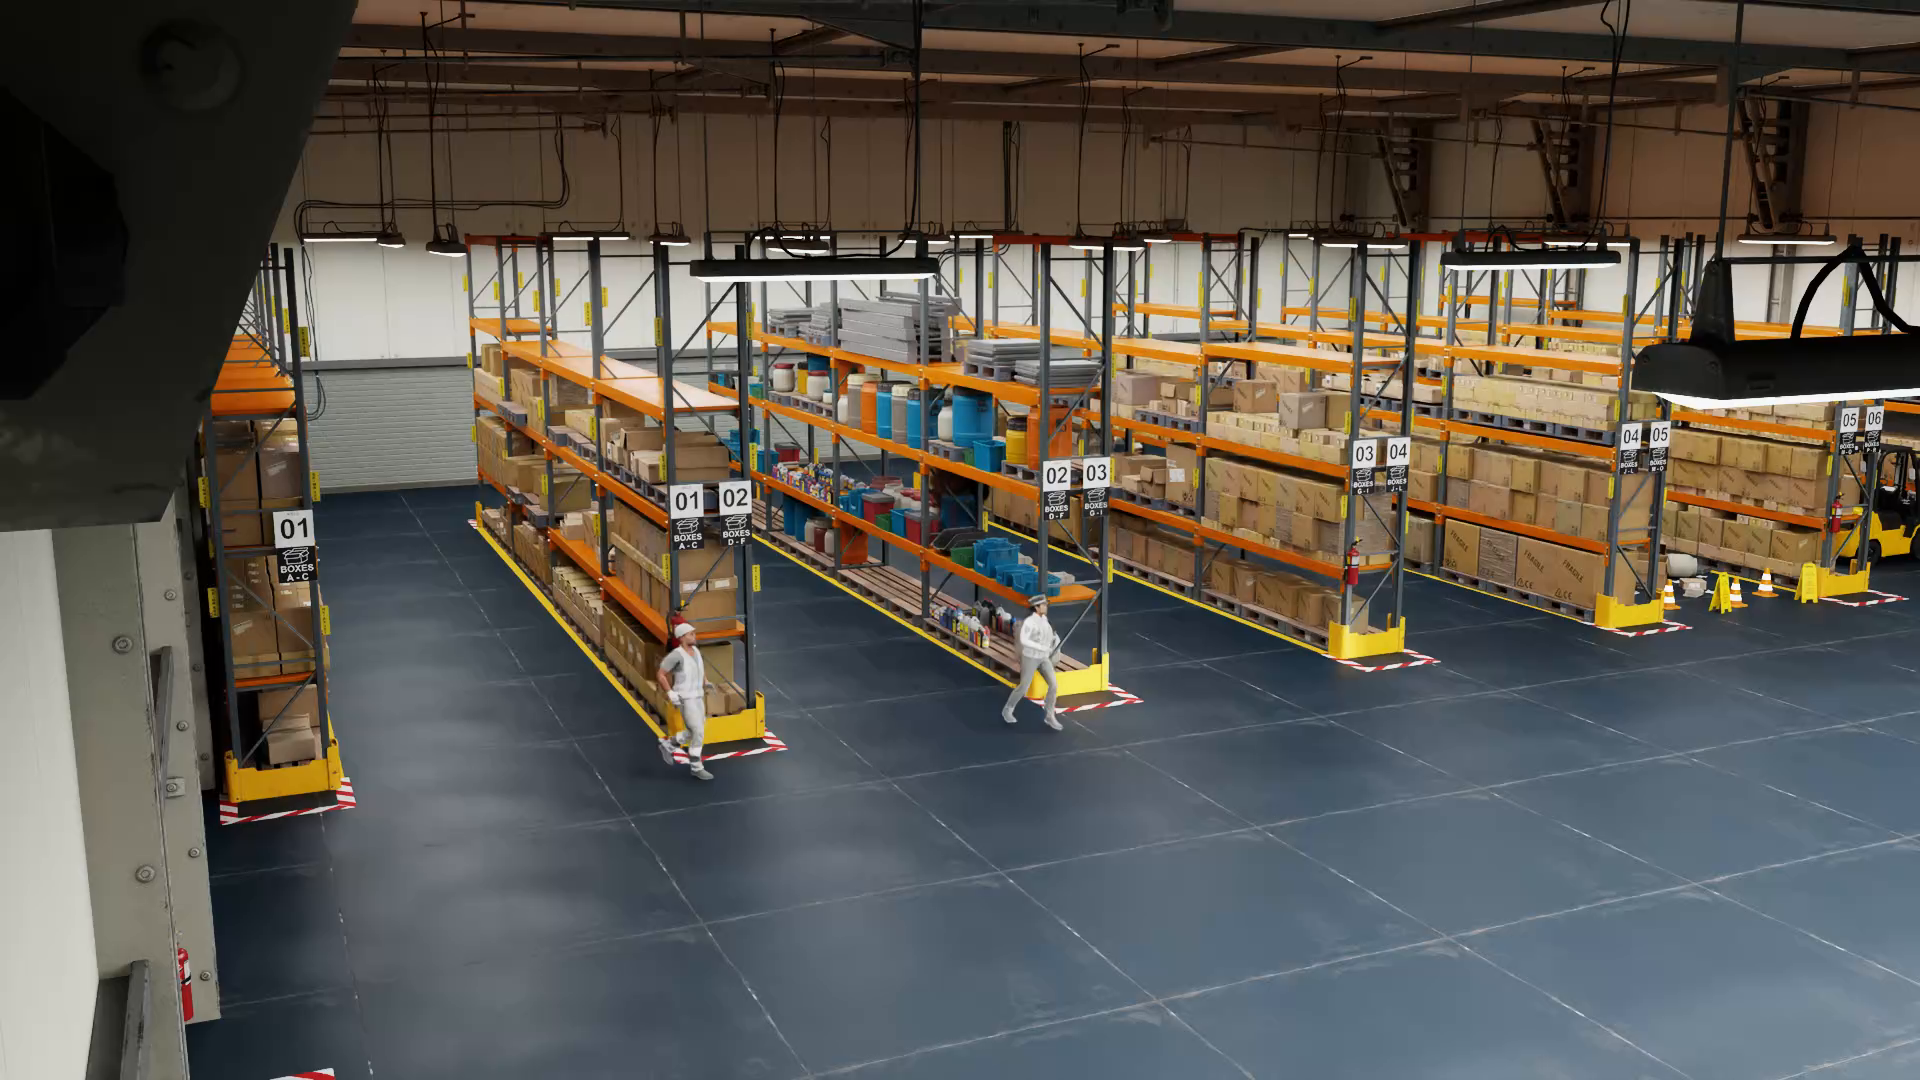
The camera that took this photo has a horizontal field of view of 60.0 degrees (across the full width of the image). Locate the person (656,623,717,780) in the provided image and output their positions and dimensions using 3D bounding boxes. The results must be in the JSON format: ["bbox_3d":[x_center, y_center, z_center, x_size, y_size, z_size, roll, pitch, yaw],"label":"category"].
[{"bbox_3d":[-3.120,1.833,19.126,0.746,1.761,0.703,5,12,24],"label":"person"}]

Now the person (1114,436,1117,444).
[{"bbox_3d":[3.718,-2.555,41.826,0.602,1.701,0.803,-3,11,-17],"label":"person"}]

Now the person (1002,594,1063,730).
[{"bbox_3d":[1.010,1.494,20.902,0.858,1.650,0.669,10,15,42],"label":"person"}]

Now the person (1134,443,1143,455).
[{"bbox_3d":[3.652,-1.092,34.179,0.675,1.822,0.704,-6,12,-27],"label":"person"}]
